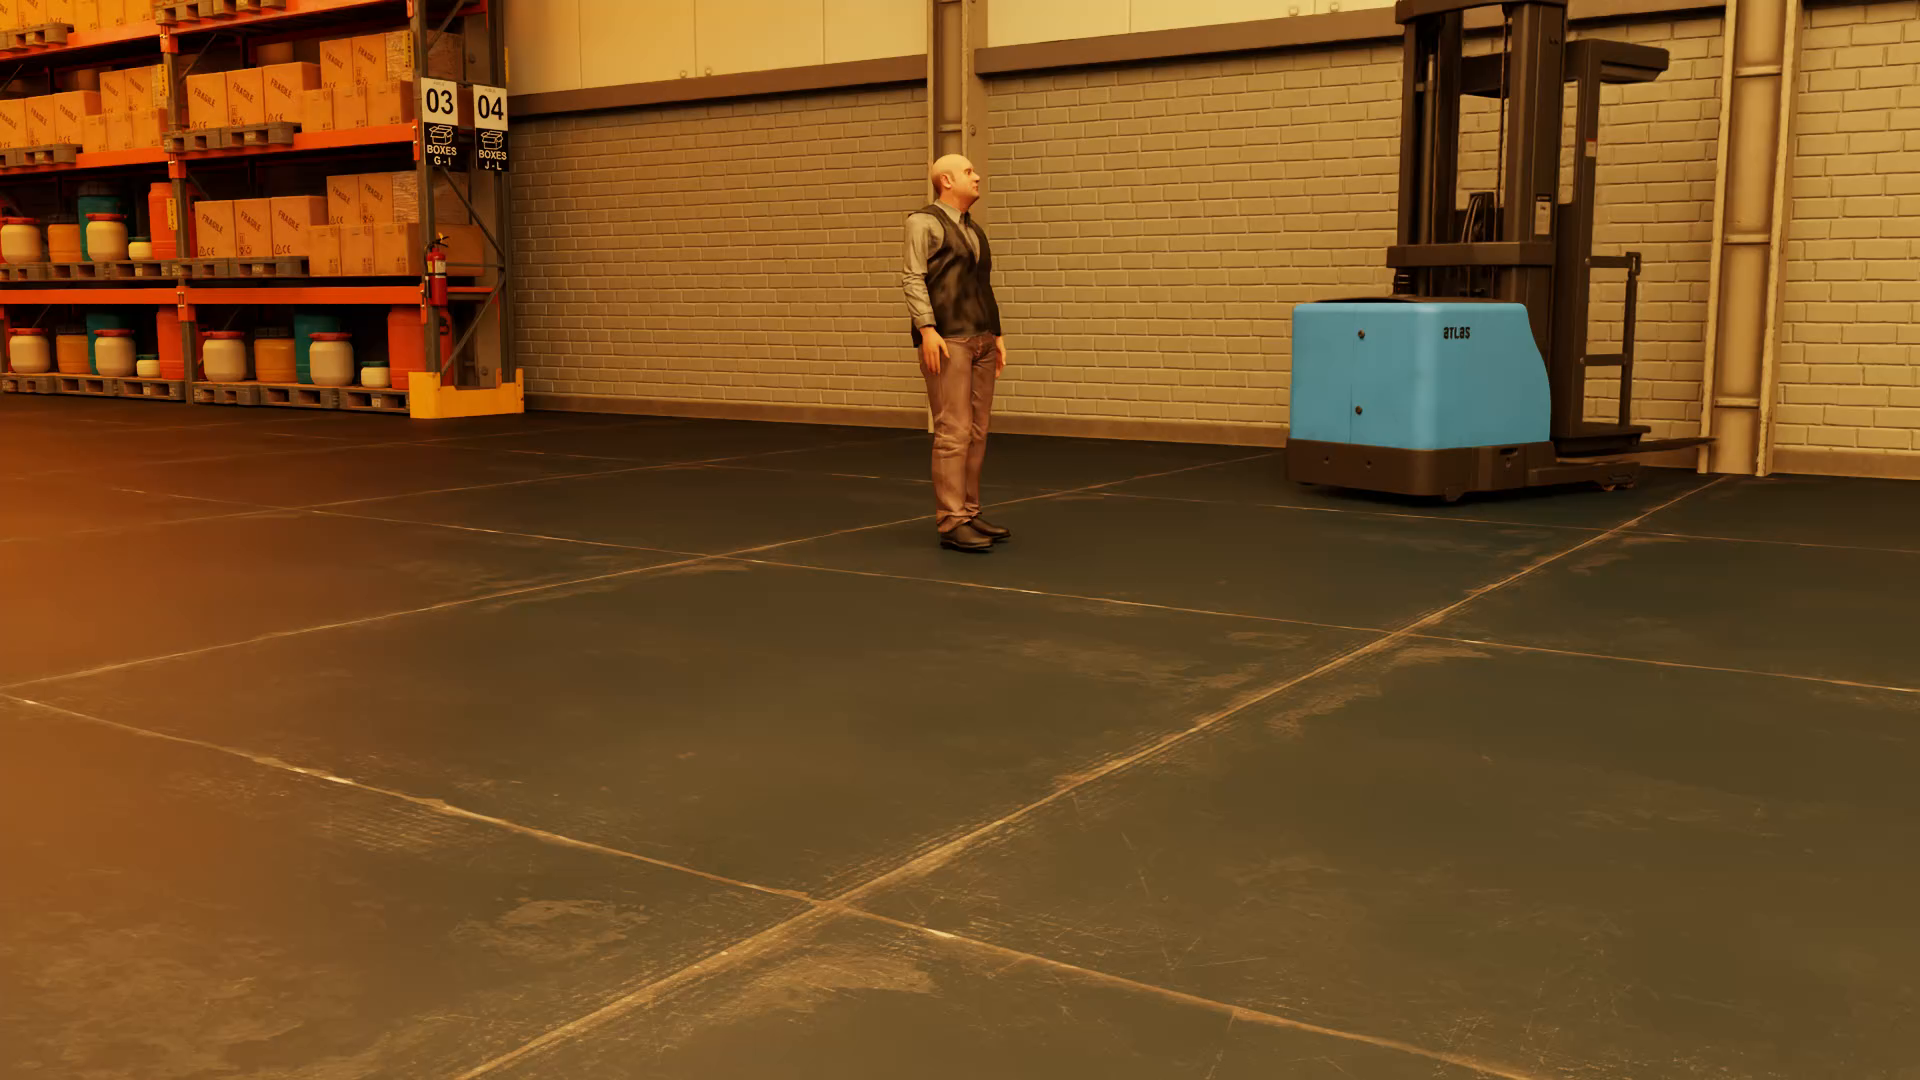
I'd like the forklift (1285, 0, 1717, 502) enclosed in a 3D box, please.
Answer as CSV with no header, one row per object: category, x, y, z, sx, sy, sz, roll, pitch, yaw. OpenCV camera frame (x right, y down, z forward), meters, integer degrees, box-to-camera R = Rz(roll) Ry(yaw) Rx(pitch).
forklift,3.361,-1.788,9.765,3.031,2.935,1.130,-6,10,-35

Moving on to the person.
person,0.048,-0.853,7.441,0.566,1.722,0.633,5,10,34
